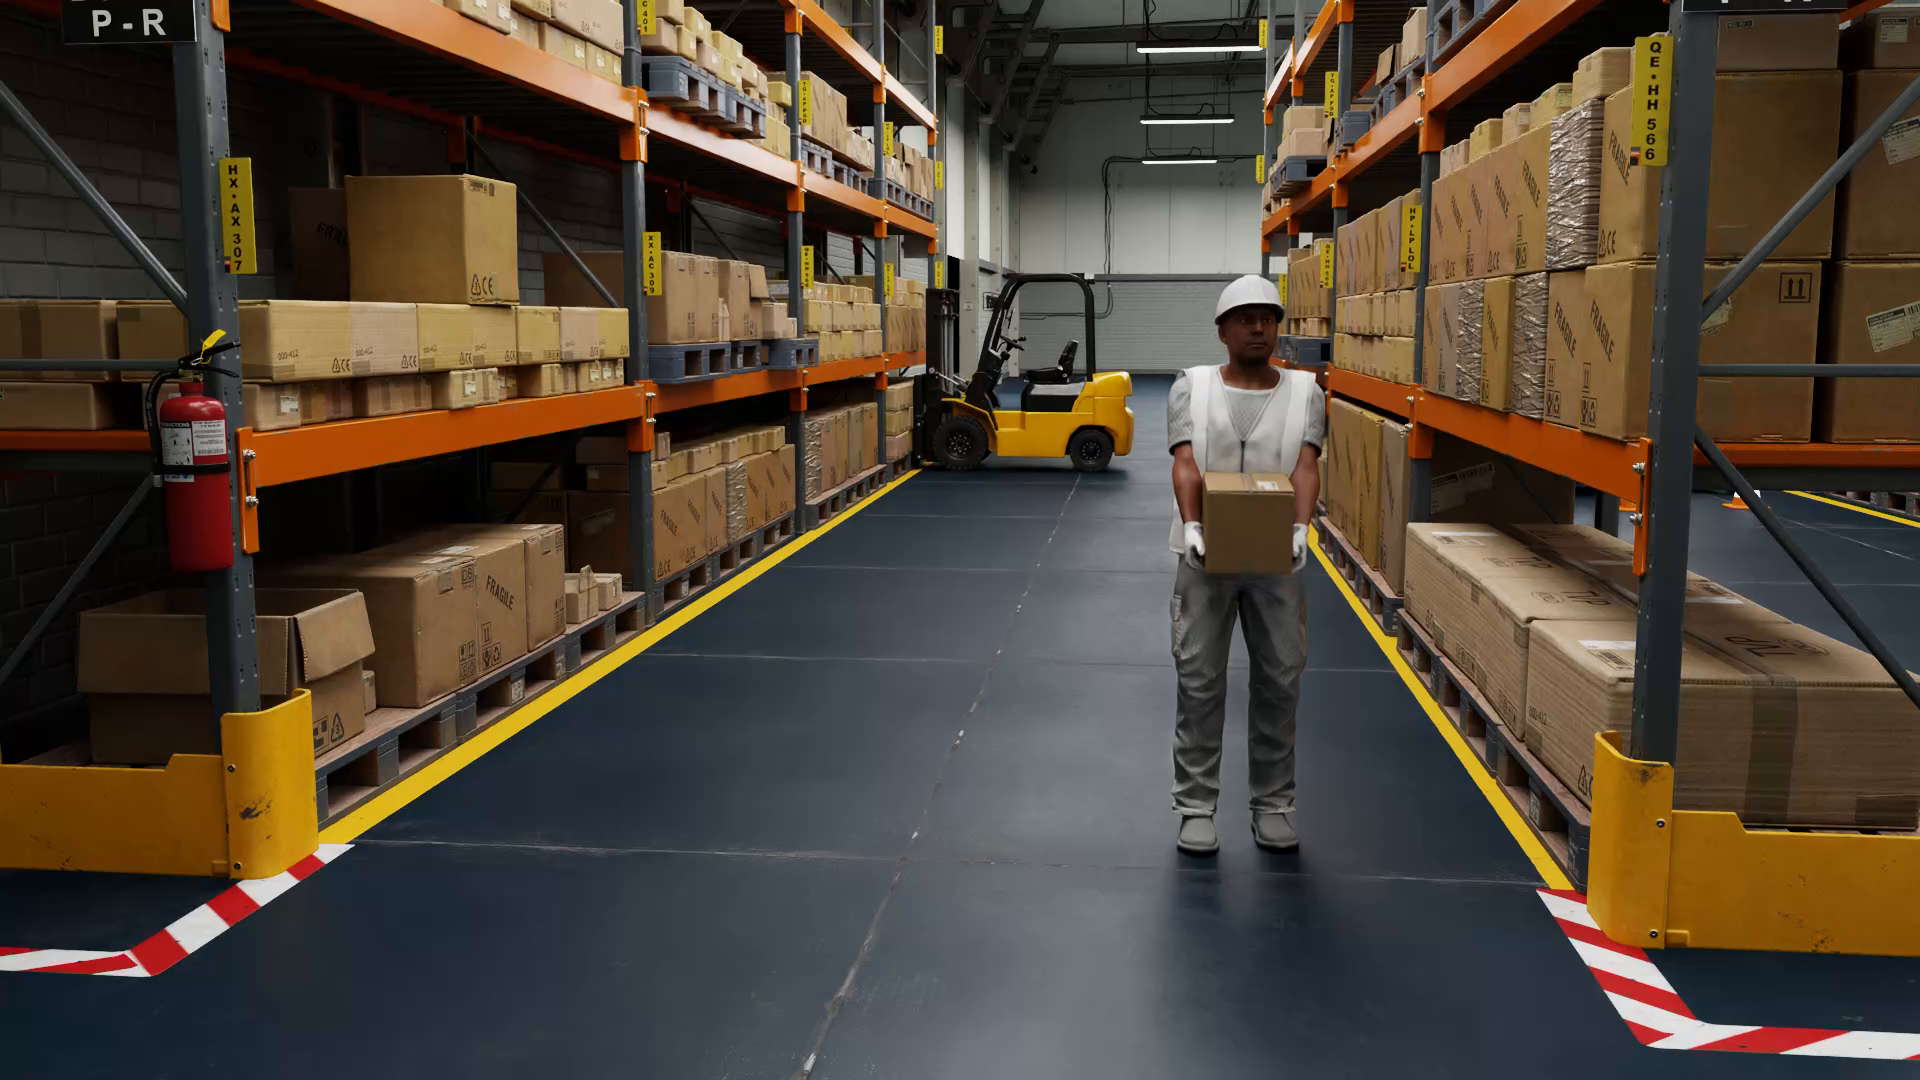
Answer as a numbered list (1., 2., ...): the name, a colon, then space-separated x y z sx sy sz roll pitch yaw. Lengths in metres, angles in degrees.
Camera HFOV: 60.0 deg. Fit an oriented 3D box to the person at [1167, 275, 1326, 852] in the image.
1. person: 0.880 0.080 5.119 0.488 1.779 0.580 1 8 5
